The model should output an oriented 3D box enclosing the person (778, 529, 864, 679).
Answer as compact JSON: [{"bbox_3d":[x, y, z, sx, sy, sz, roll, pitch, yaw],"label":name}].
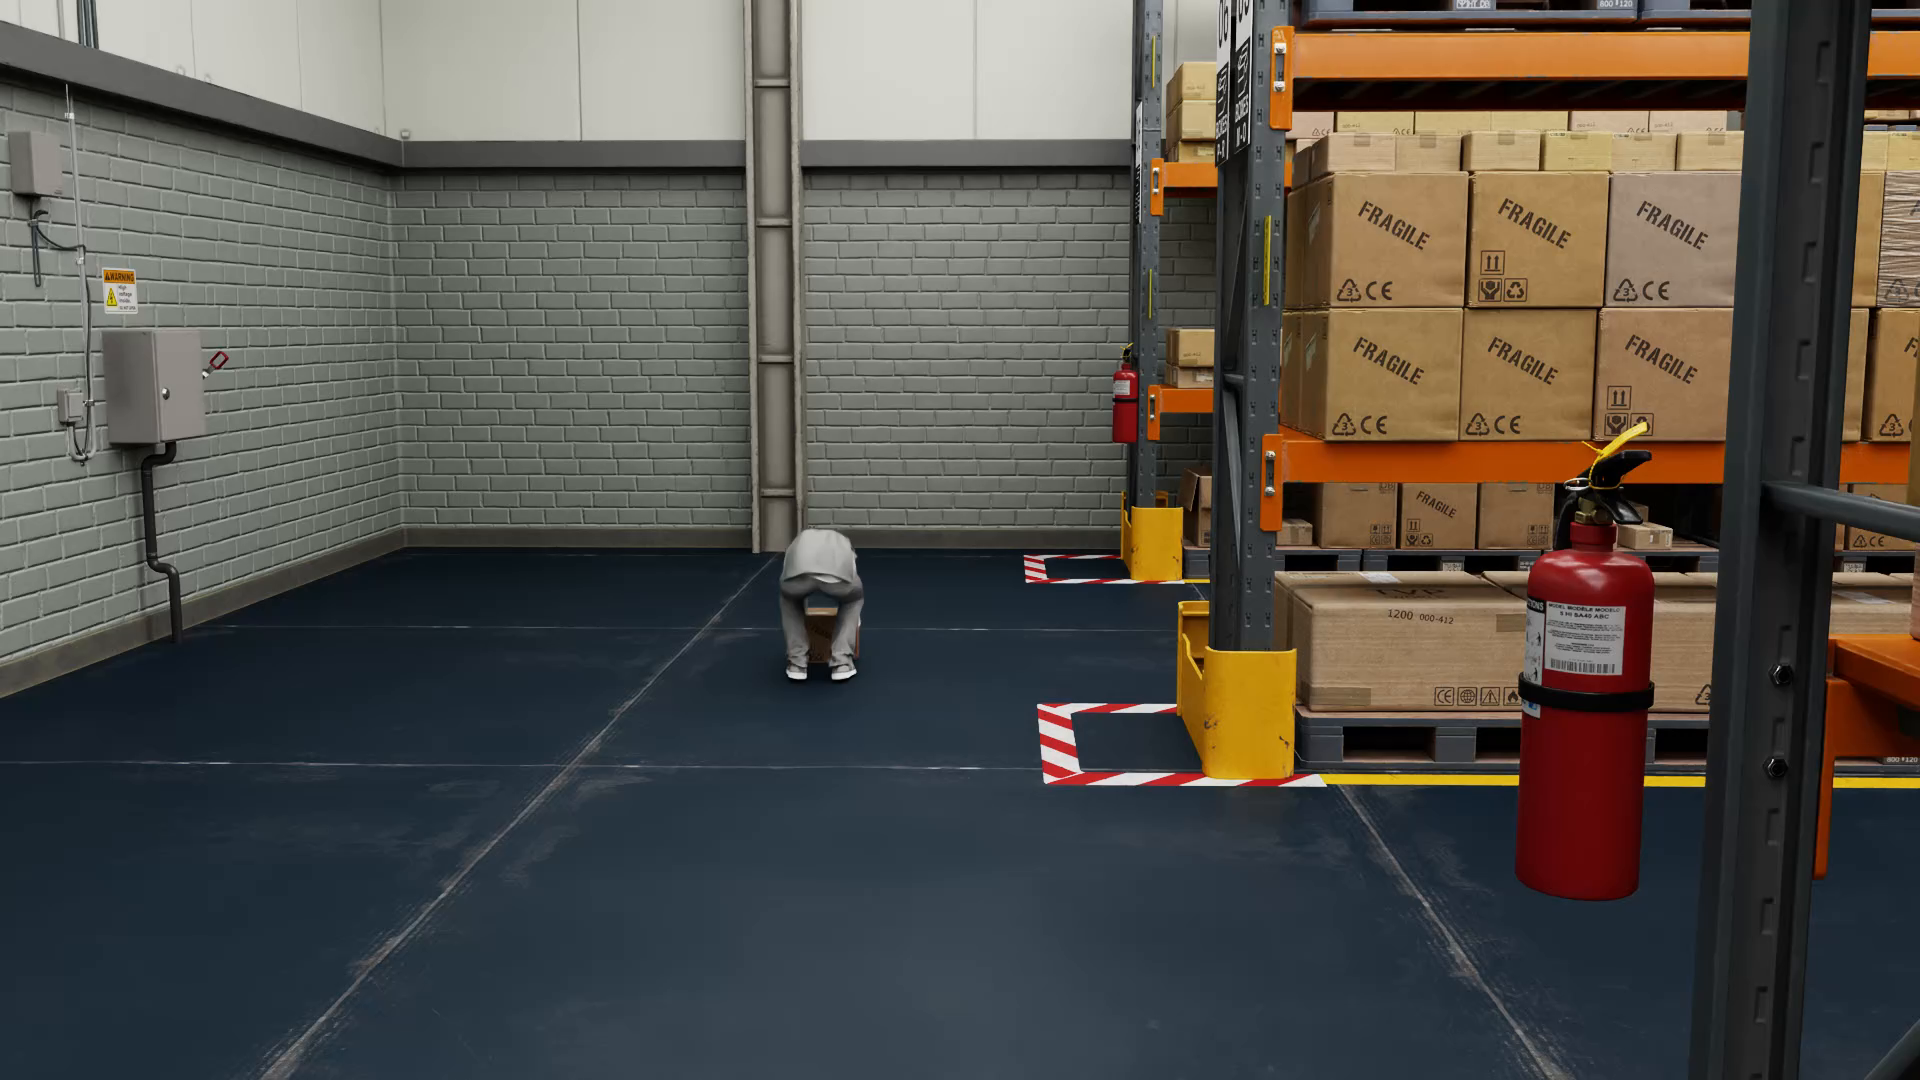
[{"bbox_3d":[-0.697,0.307,8.341,0.427,0.768,0.872,0,7,-1],"label":"person"}]
